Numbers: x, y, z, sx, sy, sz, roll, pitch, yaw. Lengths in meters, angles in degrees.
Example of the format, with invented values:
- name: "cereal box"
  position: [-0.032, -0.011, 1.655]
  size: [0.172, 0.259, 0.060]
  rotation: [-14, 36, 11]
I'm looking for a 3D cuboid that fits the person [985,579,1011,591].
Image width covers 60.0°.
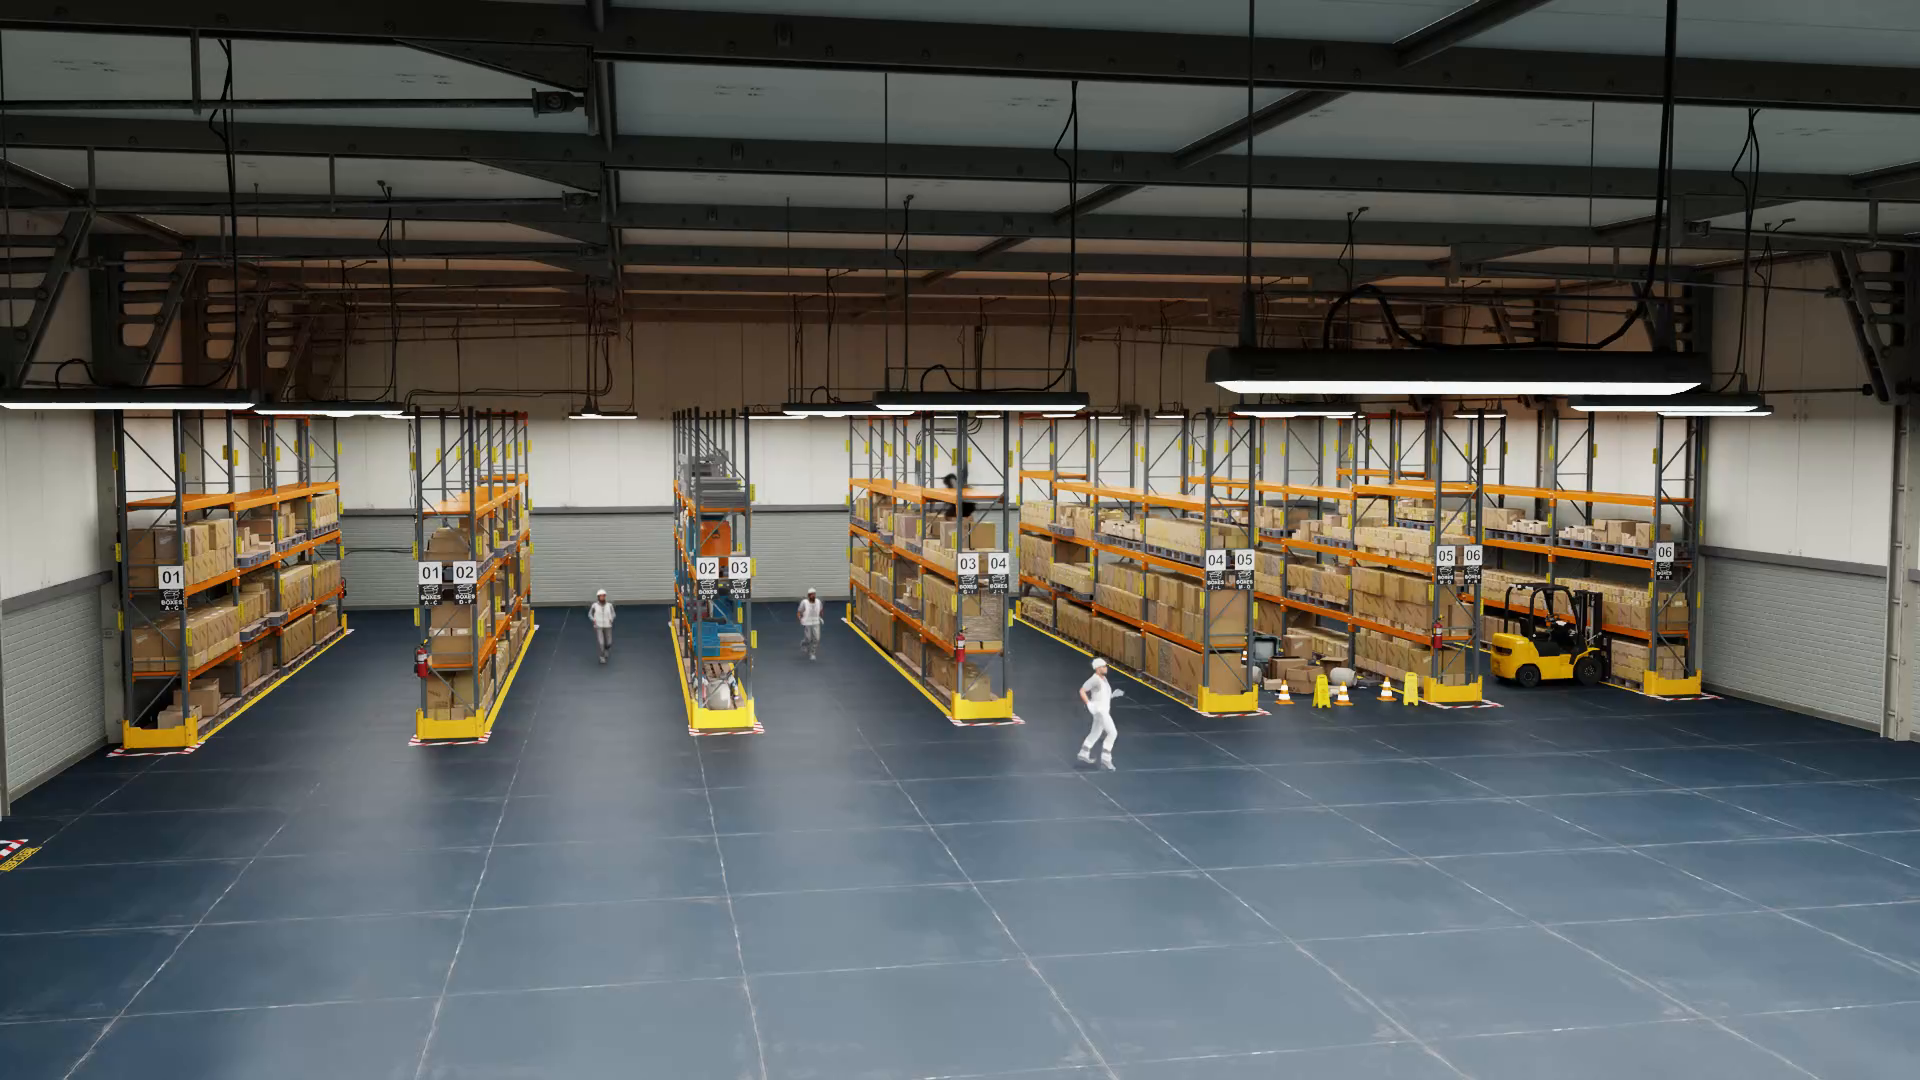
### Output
- name: "person"
  position: [1.044, 1.600, 45.772]
  size: [0.682, 1.678, 0.887]
  rotation: [-1, 4, -18]

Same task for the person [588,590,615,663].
- name: "person"
  position: [-8.514, 2.049, 39.563]
  size: [0.657, 1.721, 0.612]
  rotation: [-2, 4, -22]

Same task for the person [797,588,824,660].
- name: "person"
  position: [-3.595, 2.014, 40.044]
  size: [0.669, 1.733, 0.695]
  rotation: [-2, 4, -23]

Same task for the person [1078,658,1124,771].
- name: "person"
  position: [2.315, 2.876, 27.459]
  size: [0.774, 1.845, 0.643]
  rotation: [1, 4, 14]

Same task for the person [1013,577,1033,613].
- name: "person"
  position: [2.032, 1.321, 49.766]
  size: [0.885, 1.721, 0.707]
  rotation: [-2, 4, -23]
